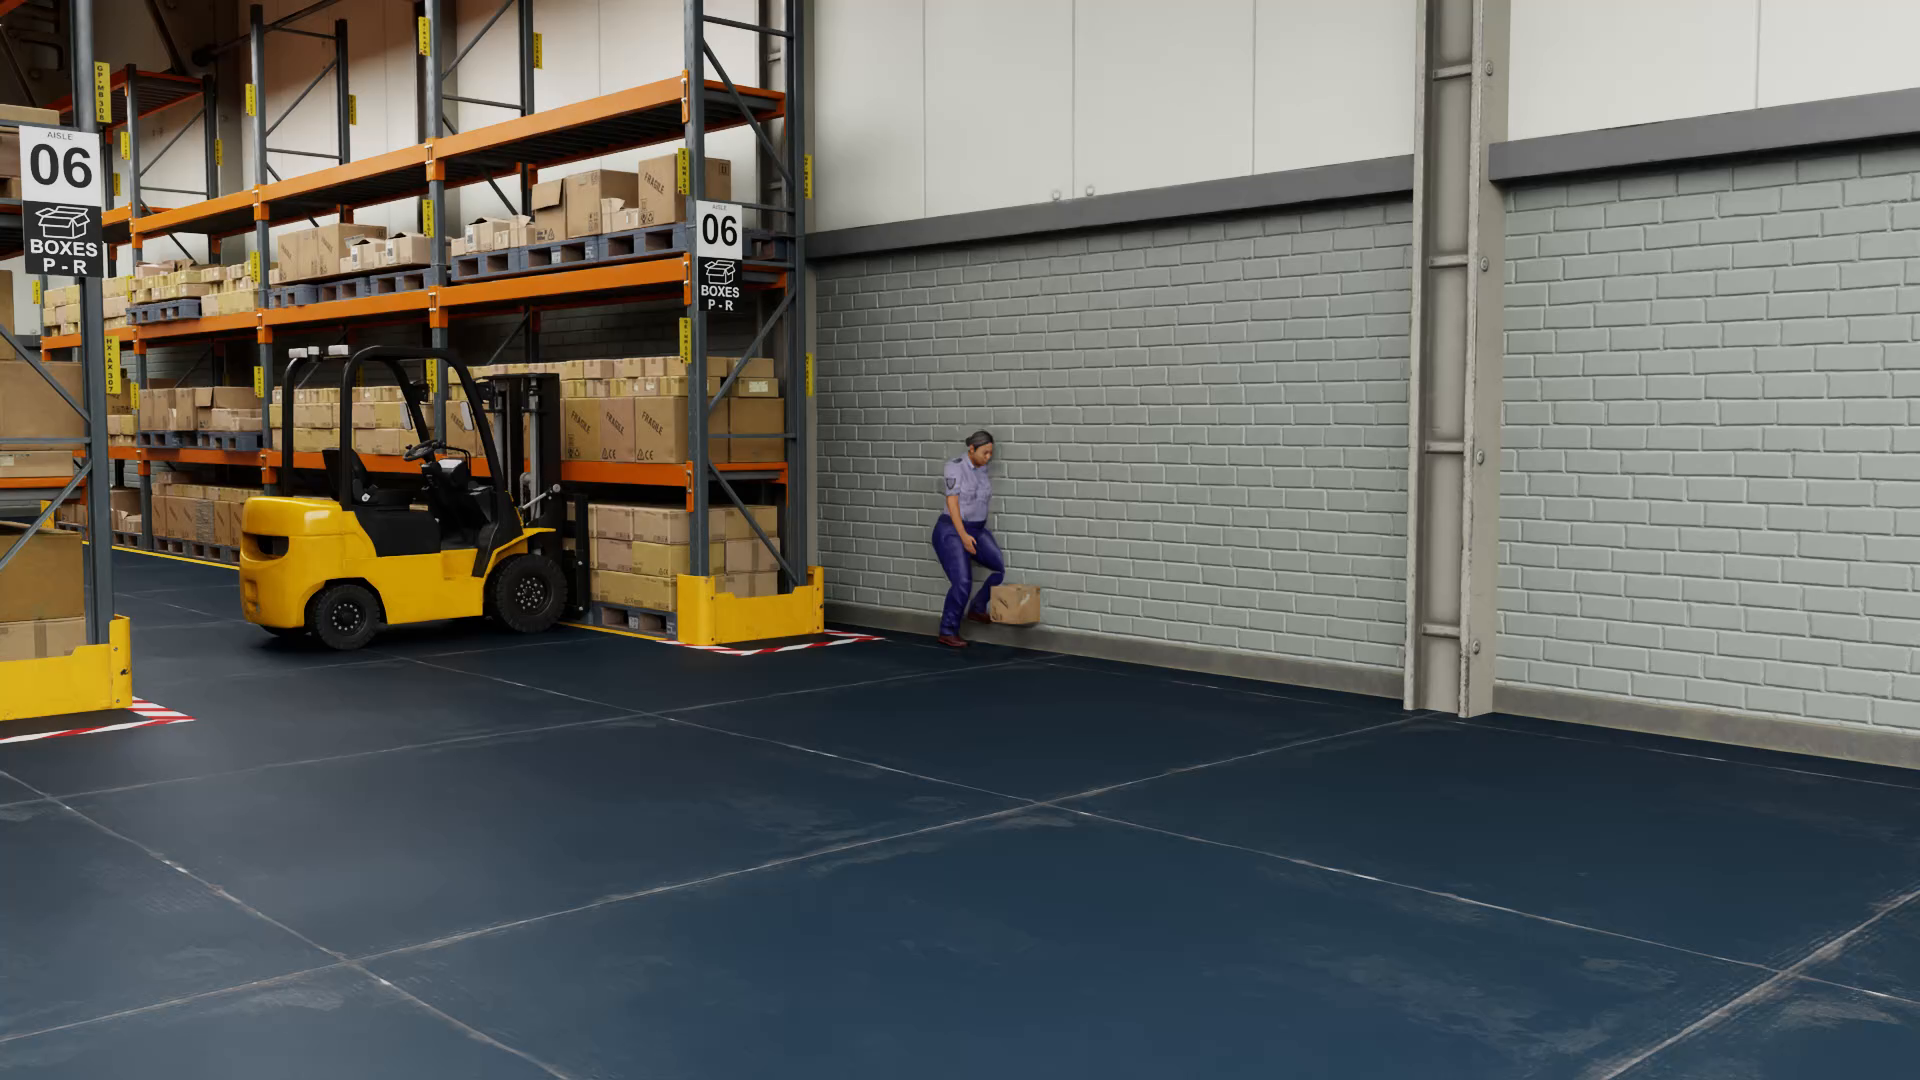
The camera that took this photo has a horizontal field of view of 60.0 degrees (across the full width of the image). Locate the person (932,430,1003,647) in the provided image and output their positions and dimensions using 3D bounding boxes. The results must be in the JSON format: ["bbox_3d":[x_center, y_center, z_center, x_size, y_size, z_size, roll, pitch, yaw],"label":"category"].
[{"bbox_3d":[0.095,-0.016,12.093,0.515,1.560,0.521,-4,5,-43],"label":"person"}]
